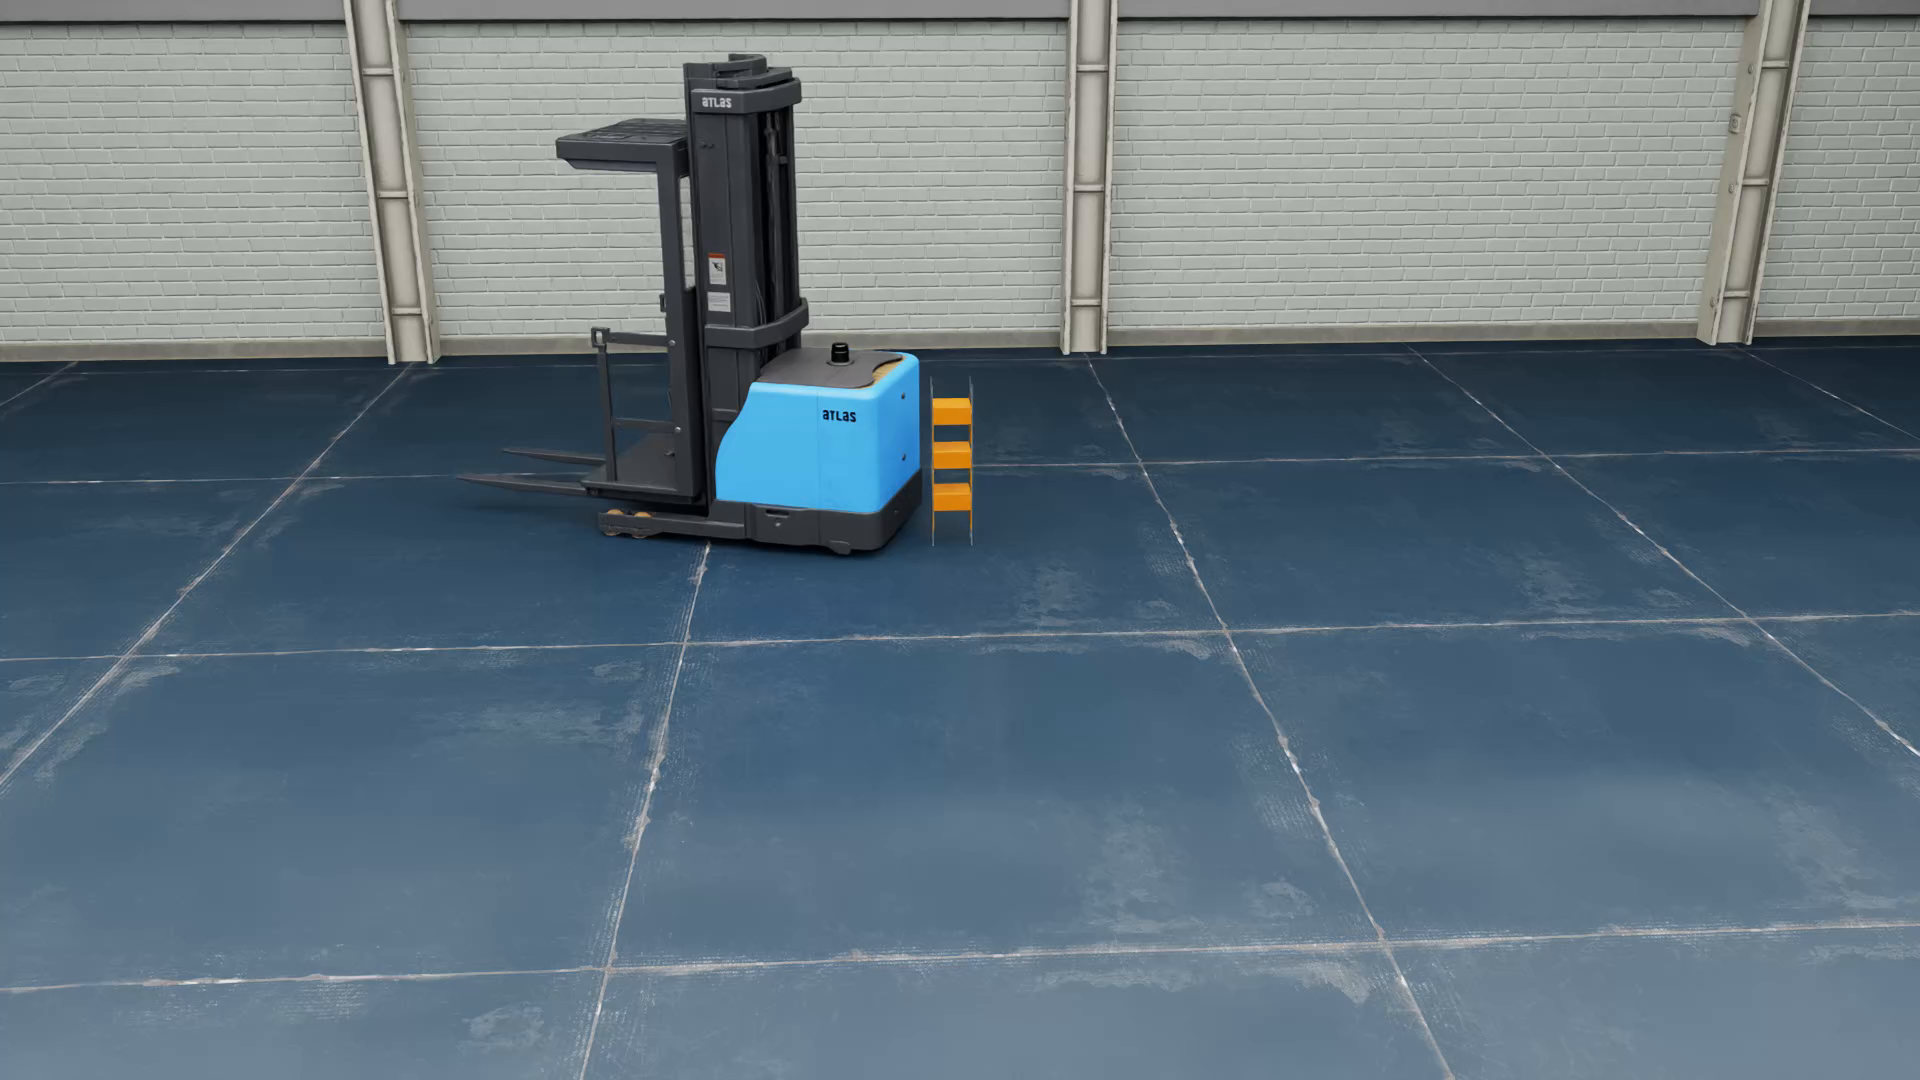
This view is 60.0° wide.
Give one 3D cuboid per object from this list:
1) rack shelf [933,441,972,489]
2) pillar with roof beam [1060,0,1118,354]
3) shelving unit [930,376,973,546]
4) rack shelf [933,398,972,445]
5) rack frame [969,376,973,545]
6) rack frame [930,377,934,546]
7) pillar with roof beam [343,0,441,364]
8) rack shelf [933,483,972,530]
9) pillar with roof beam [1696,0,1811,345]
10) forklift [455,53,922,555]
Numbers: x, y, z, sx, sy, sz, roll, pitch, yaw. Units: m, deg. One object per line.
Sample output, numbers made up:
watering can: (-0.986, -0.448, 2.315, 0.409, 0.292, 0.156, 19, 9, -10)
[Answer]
rack shelf: (-0.053, -0.480, 10.435, 0.240, 0.259, 0.215, -1, 21, -3)
pillar with roof beam: (1.369, -4.413, 9.565, 0.400, 9.000, 9.100, -1, 21, -3)
shelving unit: (-0.053, -0.490, 10.431, 0.252, 1.050, 0.215, -1, 21, -3)
rack shelf: (-0.053, -0.745, 10.334, 0.240, 0.259, 0.215, -1, 21, -3)
rack frame: (0.068, -0.492, 10.438, 0.008, 1.050, 0.200, -1, 21, -3)
rack frame: (-0.175, -0.487, 10.425, 0.008, 1.050, 0.200, -1, 21, -3)
pillar with roof beam: (-4.622, -4.291, 9.245, 0.400, 9.000, 9.100, -1, 21, -3)
rack shelf: (-0.053, -0.220, 10.534, 0.240, 0.259, 0.215, -1, 21, -3)
pillar with roof beam: (7.359, -4.535, 9.885, 0.400, 9.000, 9.100, -1, 21, -3)
forklift: (-1.827, -1.552, 10.579, 3.031, 2.935, 1.130, 6, 22, 14)
